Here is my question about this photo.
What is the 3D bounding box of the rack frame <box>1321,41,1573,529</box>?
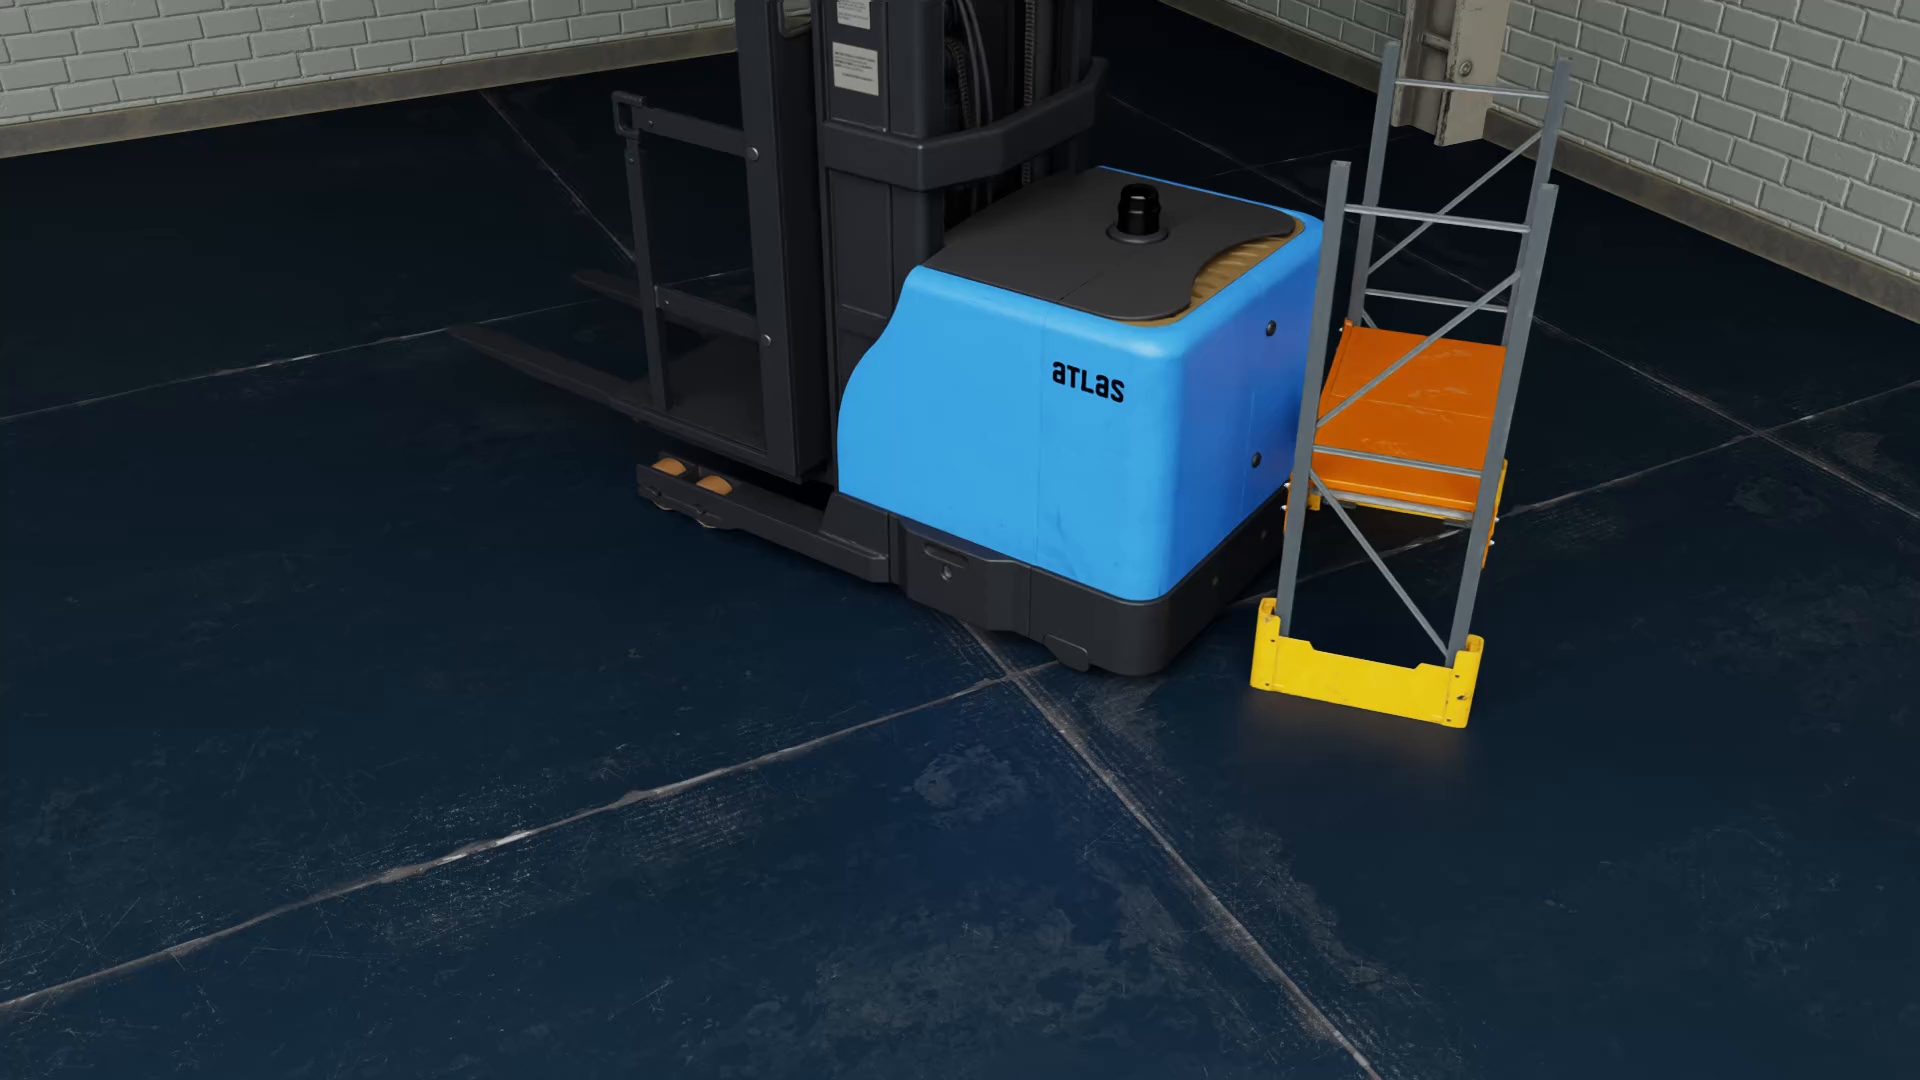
[{"bbox_3d":[1.422,-0.714,4.974,0.500,1.500,0.032,10,34,16],"label":"rack frame"}]

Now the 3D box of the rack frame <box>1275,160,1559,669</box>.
[{"bbox_3d":[1.093,-0.195,4.164,0.500,1.500,0.032,10,34,16],"label":"rack frame"}]

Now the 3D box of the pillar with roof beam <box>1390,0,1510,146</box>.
[{"bbox_3d":[-1.360,-4.808,4.413,9.100,9.000,0.400,-16,36,-23],"label":"pillar with roof beam"}]

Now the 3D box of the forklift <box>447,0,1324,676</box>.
[{"bbox_3d":[-0.431,-1.481,4.845,3.031,2.935,1.130,21,38,29],"label":"forklift"}]

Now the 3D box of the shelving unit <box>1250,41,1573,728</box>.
[{"bbox_3d":[1.255,-0.450,4.562,0.587,1.500,1.083,10,34,16],"label":"shelving unit"}]

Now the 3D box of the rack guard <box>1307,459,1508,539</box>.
[{"bbox_3d":[1.416,-0.178,5.295,0.587,0.250,0.087,10,34,16],"label":"rack guard"}]

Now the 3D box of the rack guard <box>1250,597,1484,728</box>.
[{"bbox_3d":[1.093,0.331,4.502,0.587,0.250,0.087,10,34,16],"label":"rack guard"}]

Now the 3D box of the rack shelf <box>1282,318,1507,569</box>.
[{"bbox_3d":[1.258,-0.303,4.666,0.538,0.185,1.000,10,34,16],"label":"rack shelf"}]
